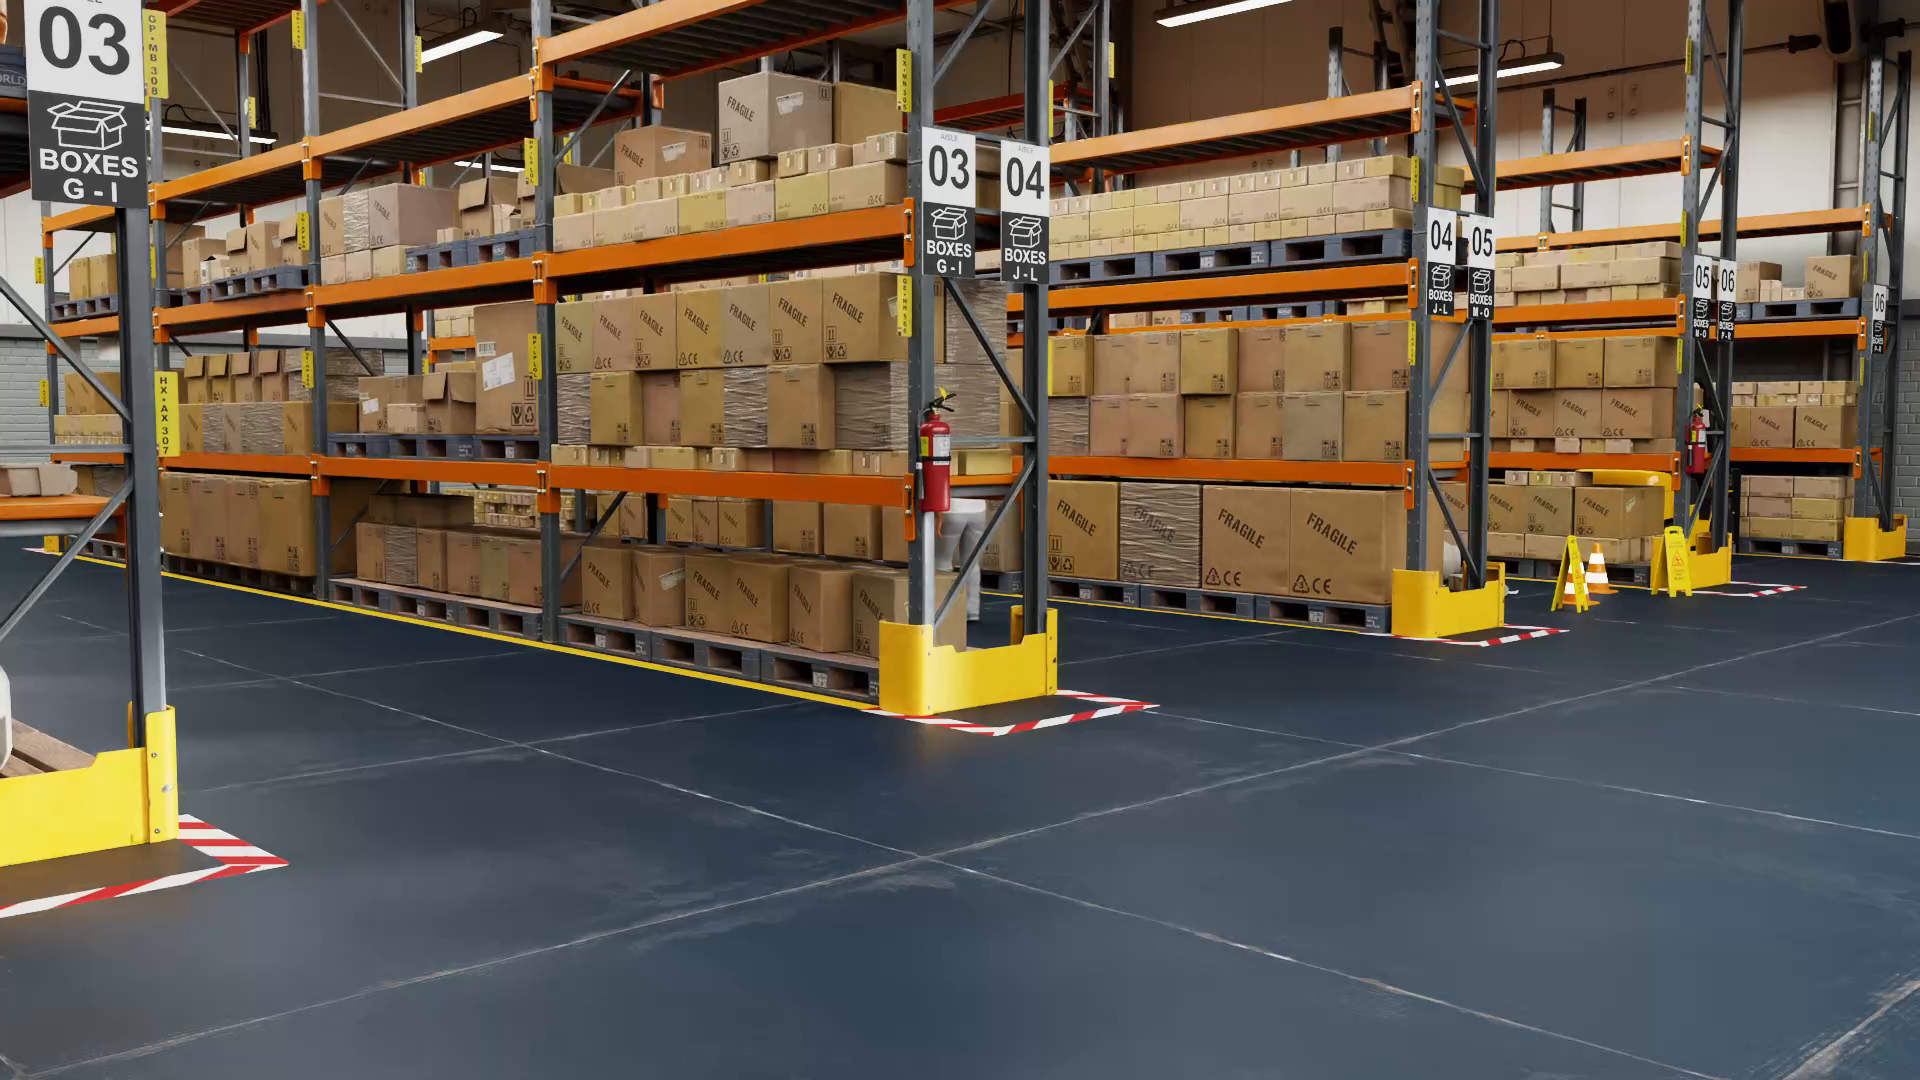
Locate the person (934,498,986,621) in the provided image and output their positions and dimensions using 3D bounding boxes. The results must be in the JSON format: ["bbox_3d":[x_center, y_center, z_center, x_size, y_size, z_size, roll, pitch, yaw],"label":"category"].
[{"bbox_3d":[-0.018,-0.147,13.378,0.540,1.692,0.463,-3,5,-33],"label":"person"}]
